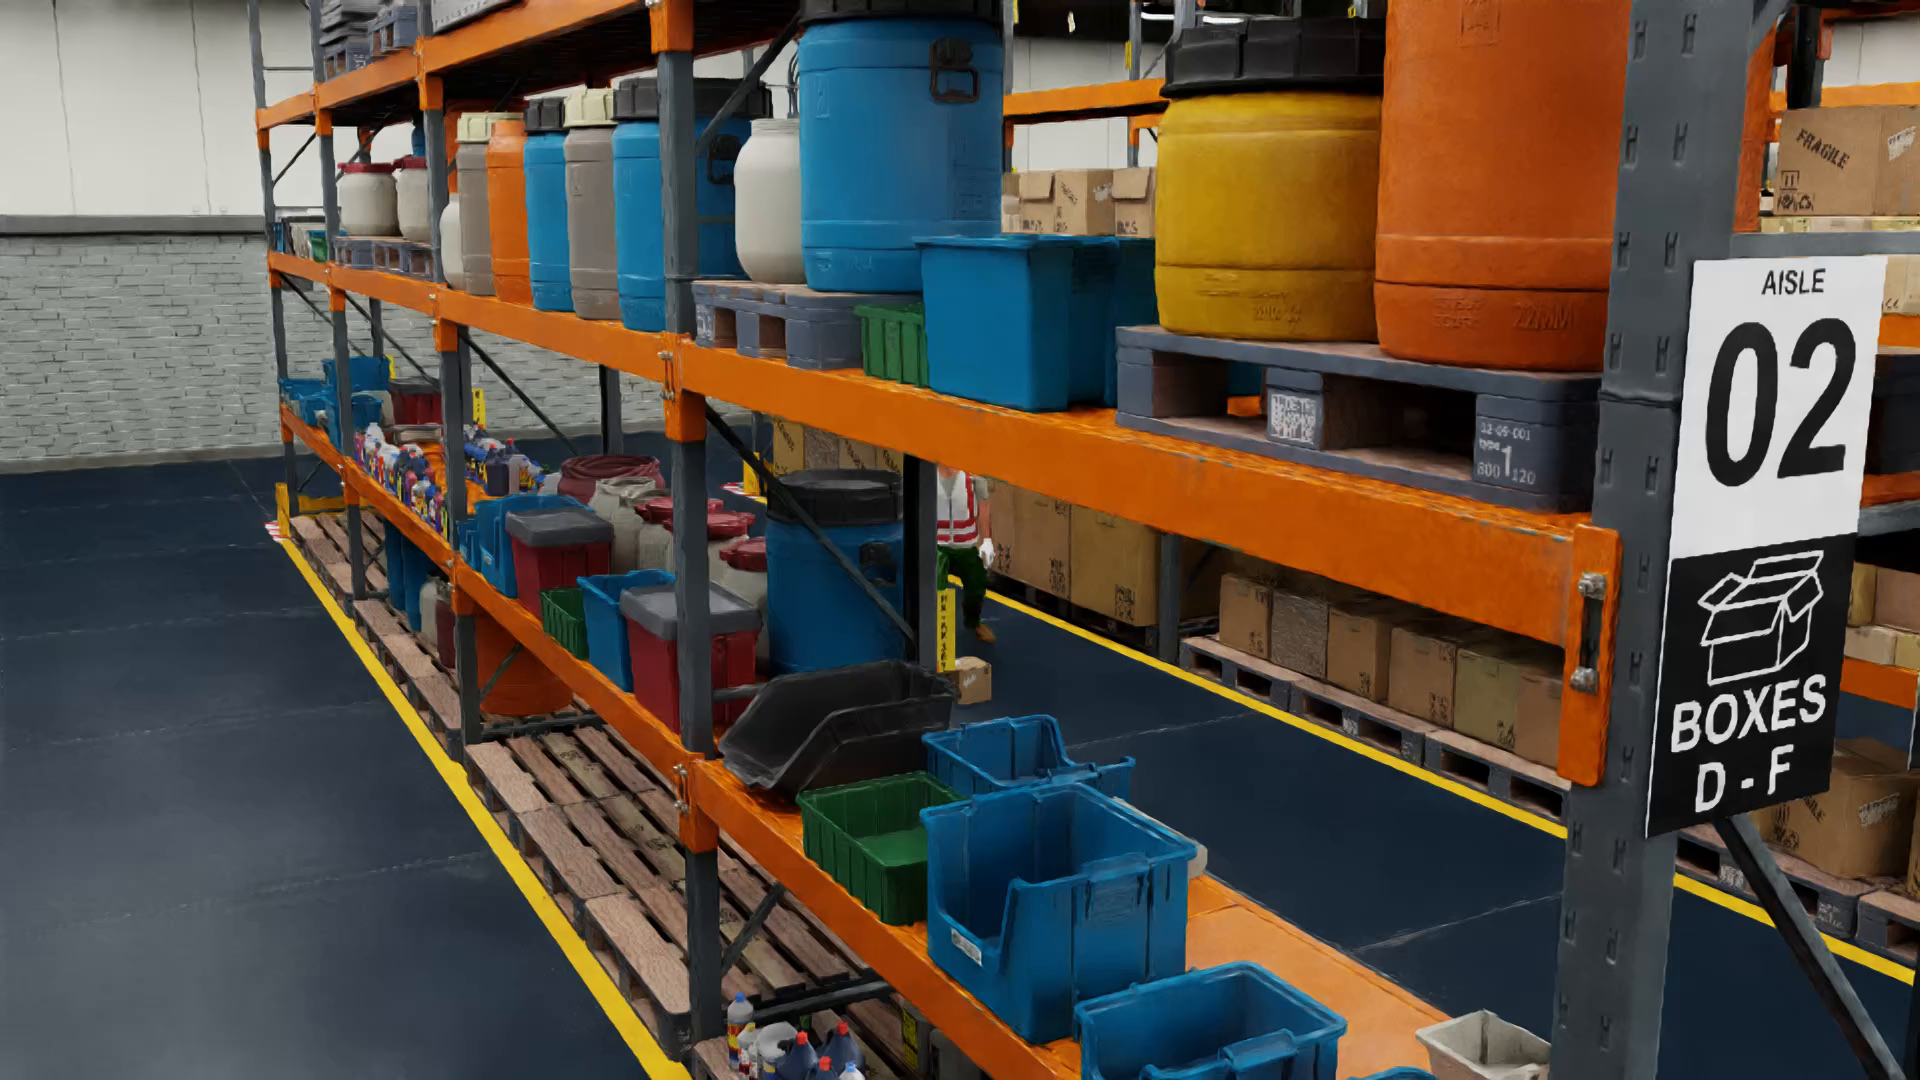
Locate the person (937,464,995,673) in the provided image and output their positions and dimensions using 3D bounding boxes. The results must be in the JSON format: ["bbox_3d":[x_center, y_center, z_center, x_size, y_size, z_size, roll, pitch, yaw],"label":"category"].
[{"bbox_3d":[-0.020,0.015,11.867,0.643,1.767,0.974,-1,12,-7],"label":"person"}]
